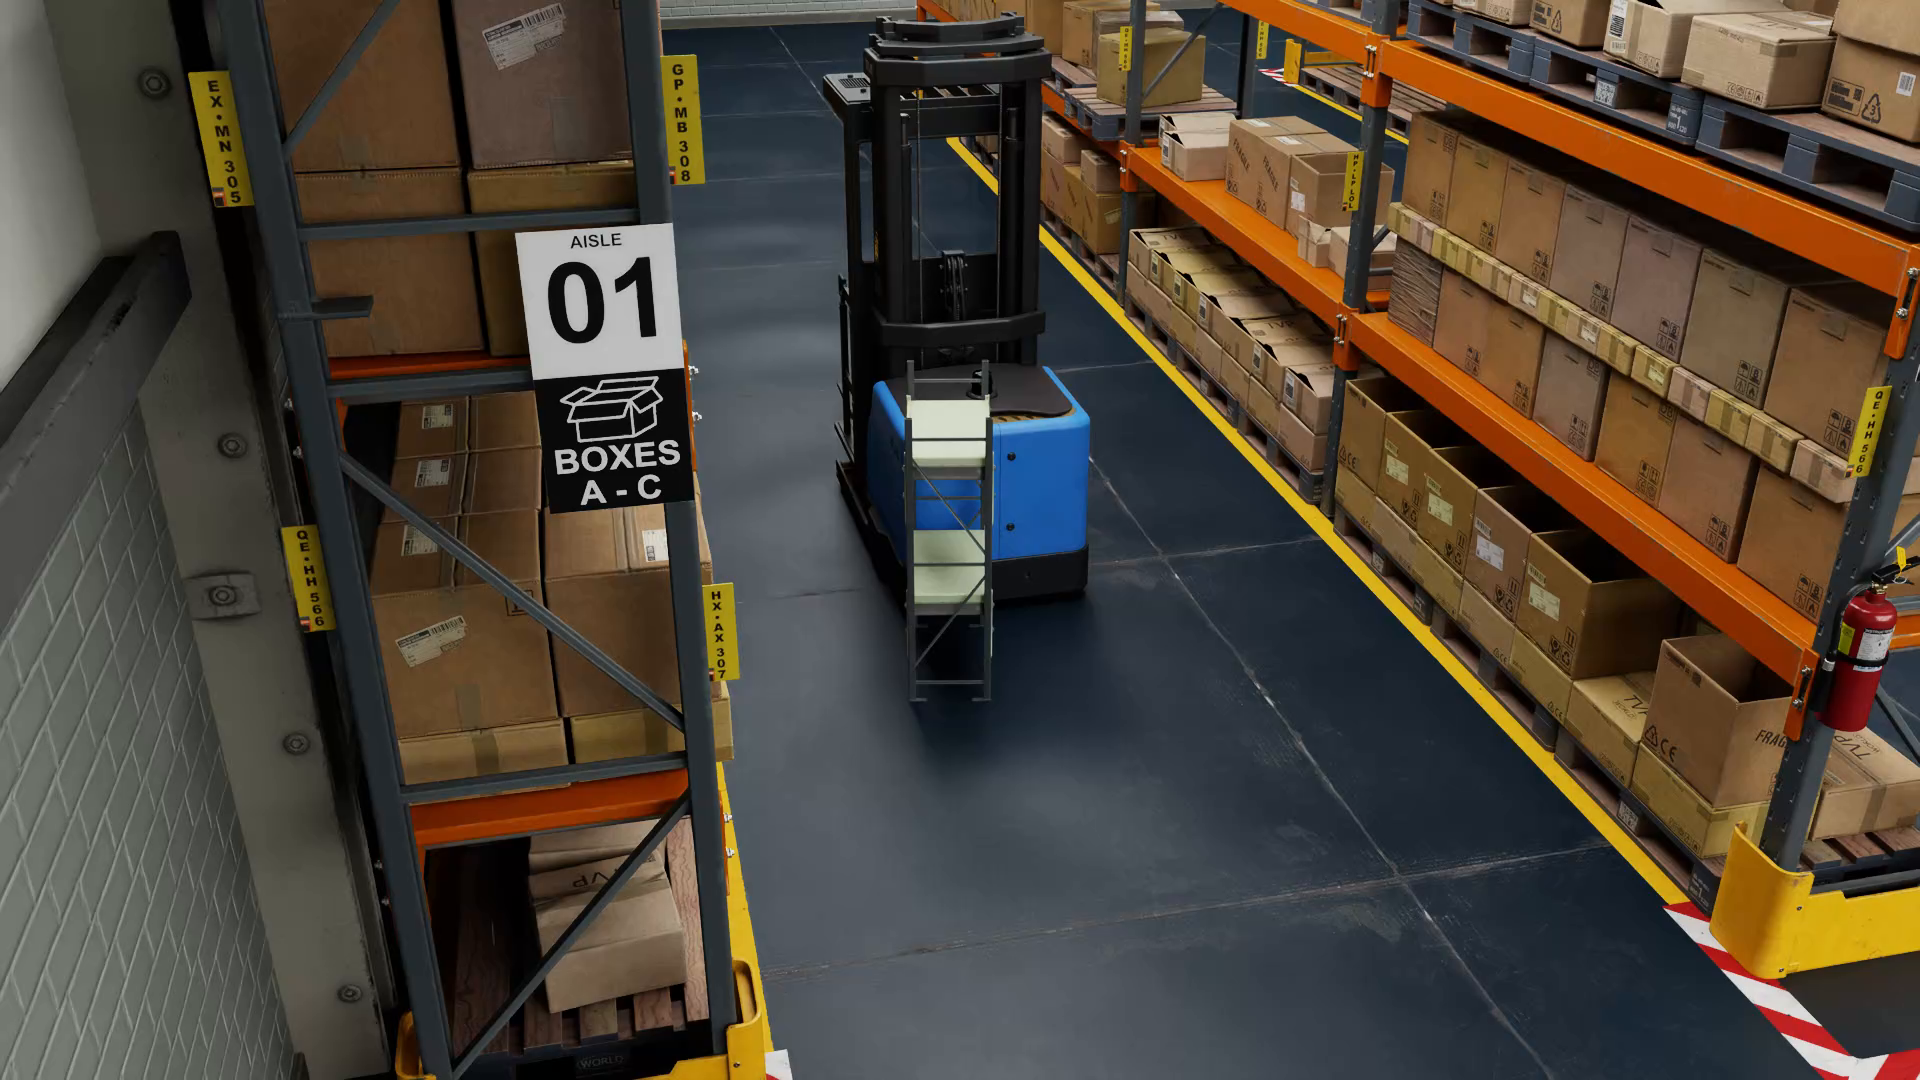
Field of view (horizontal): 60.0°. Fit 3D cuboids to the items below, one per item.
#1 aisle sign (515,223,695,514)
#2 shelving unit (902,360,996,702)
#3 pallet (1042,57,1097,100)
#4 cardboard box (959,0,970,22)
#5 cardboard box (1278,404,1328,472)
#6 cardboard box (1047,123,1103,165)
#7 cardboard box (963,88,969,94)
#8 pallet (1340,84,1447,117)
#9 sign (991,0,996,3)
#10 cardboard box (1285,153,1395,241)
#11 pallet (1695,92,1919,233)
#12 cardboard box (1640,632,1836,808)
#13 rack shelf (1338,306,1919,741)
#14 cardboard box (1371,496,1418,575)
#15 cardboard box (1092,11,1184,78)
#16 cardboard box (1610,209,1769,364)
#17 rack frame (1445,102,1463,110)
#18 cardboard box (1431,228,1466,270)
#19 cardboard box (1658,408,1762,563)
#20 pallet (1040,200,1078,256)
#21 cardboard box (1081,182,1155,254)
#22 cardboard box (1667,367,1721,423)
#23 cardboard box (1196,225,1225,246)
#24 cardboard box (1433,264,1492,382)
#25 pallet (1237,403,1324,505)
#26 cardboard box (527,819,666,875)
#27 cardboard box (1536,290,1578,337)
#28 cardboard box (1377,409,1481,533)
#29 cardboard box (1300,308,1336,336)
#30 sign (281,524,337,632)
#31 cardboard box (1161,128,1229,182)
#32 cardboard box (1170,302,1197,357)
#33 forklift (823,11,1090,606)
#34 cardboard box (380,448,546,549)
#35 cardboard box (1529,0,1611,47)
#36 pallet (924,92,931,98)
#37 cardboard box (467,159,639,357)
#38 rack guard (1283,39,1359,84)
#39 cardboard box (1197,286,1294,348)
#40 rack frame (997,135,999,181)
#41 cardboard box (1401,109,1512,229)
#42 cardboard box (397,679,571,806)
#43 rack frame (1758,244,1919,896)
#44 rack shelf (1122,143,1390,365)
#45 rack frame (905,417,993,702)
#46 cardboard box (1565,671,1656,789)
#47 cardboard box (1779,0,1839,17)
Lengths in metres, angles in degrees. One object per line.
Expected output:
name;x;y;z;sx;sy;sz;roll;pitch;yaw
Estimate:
aisle sign;-0.931;-0.442;4.412;0.394;0.787;0.004;-6;27;-12
shelving unit;-0.055;-0.045;8.175;0.431;1.500;0.755;0;27;-1
pallet;1.341;-4.067;14.692;1.003;0.211;1.213;-6;27;-12
cardboard box;0.284;-5.745;17.692;0.500;0.500;0.500;-5;27;-10
cardboard box;2.309;-0.656;10.306;0.500;0.250;0.500;-6;27;-12
cardboard box;1.093;-3.575;14.957;0.500;0.250;0.500;-6;27;-13
cardboard box;0.454;-4.962;18.534;0.797;0.503;0.637;-6;27;-12
pallet;5.227;-5.168;19.754;1.003;0.211;1.213;-6;27;-12
sign;0.355;-5.384;16.126;0.100;0.325;0.005;-6;27;-12
cardboard box;2.409;-2.158;10.586;0.500;0.500;0.500;-4;27;-8
pallet;3.452;-1.400;5.964;1.003;0.211;1.213;-6;27;-12
cardboard box;3.176;0.713;6.763;0.500;0.500;0.500;-6;27;-12
rack shelf;3.136;-0.344;7.902;1.077;0.370;4.000;-6;27;-12
cardboard box;2.602;-0.049;9.104;0.500;0.250;0.500;-6;27;-12
cardboard box;1.512;-4.218;14.200;0.700;0.500;0.500;-1;27;-2
cardboard box;3.243;-1.092;7.035;0.700;0.500;0.500;-6;27;-11
rack frame;5.709;-5.557;17.431;1.000;3.000;0.127;-6;27;-12
cardboard box;2.673;-1.517;8.595;0.380;0.149;0.250;-7;28;-13
cardboard box;3.371;-0.268;6.842;0.700;0.500;0.500;-5;27;-10
pallet;1.381;-2.921;15.303;1.003;0.211;1.213;-6;27;-12
cardboard box;1.344;-2.767;14.189;0.500;0.500;0.500;-5;27;-10
cardboard box;3.142;-0.608;6.794;0.380;0.149;0.250;-6;27;-11
cardboard box;2.141;-2.305;12.951;0.500;0.311;0.500;-5;27;-10
cardboard box;2.916;-1.163;8.615;0.700;0.500;0.500;-6;27;-12
pallet;2.481;-0.618;10.740;1.003;0.211;1.213;-6;27;-12
cardboard box;-1.436;1.158;6.623;0.500;0.311;0.500;-4;27;-7
cardboard box;2.909;-1.060;7.691;0.380;0.149;0.250;-6;27;-12
cardboard box;2.605;-0.384;8.936;0.500;0.500;0.500;-6;27;-12
cardboard box;2.609;-1.408;11.174;0.500;0.311;0.500;-7;28;-13
sign;-1.784;0.107;4.574;0.100;0.325;0.005;-6;27;-12
cardboard box;1.796;-2.847;12.161;0.500;0.311;0.500;-6;27;-12
cardboard box;1.853;-1.552;12.081;0.500;0.250;0.500;-7;28;-13
forklift;-0.150;-1.584;9.636;1.130;2.935;3.031;-6;27;-12
cardboard box;-1.656;0.033;5.668;0.500;0.500;0.500;-6;27;-11
cardboard box;2.933;-2.443;7.196;0.797;0.503;0.637;-3;27;-6
pallet;0.178;-5.183;19.785;1.003;0.211;1.213;-6;27;-12
cardboard box;-1.071;-0.848;4.639;0.500;0.500;0.500;-5;27;-10
rack guard;4.789;-6.206;21.491;1.175;0.500;0.348;-6;27;-12
cardboard box;1.971;-1.571;11.496;0.500;0.311;0.500;-6;27;-12
rack frame;0.882;-5.056;16.437;1.000;3.000;0.127;-6;27;-12
cardboard box;2.791;-1.973;8.780;0.700;0.500;0.500;-6;27;-11
cardboard box;-1.533;0.590;5.397;0.500;0.250;0.500;-6;27;-11
rack frame;3.586;0.212;6.000;1.000;3.000;0.127;-6;27;-12
rack shelf;2.234;-2.100;11.381;1.077;0.370;4.000;-6;27;-12
rack frame;-0.050;0.120;7.848;0.400;1.500;0.023;0;27;-1
cardboard box;3.053;0.829;7.365;0.500;0.250;0.500;-6;27;-12
cardboard box;3.478;-2.178;6.675;0.500;0.500;0.500;-6;27;-12
